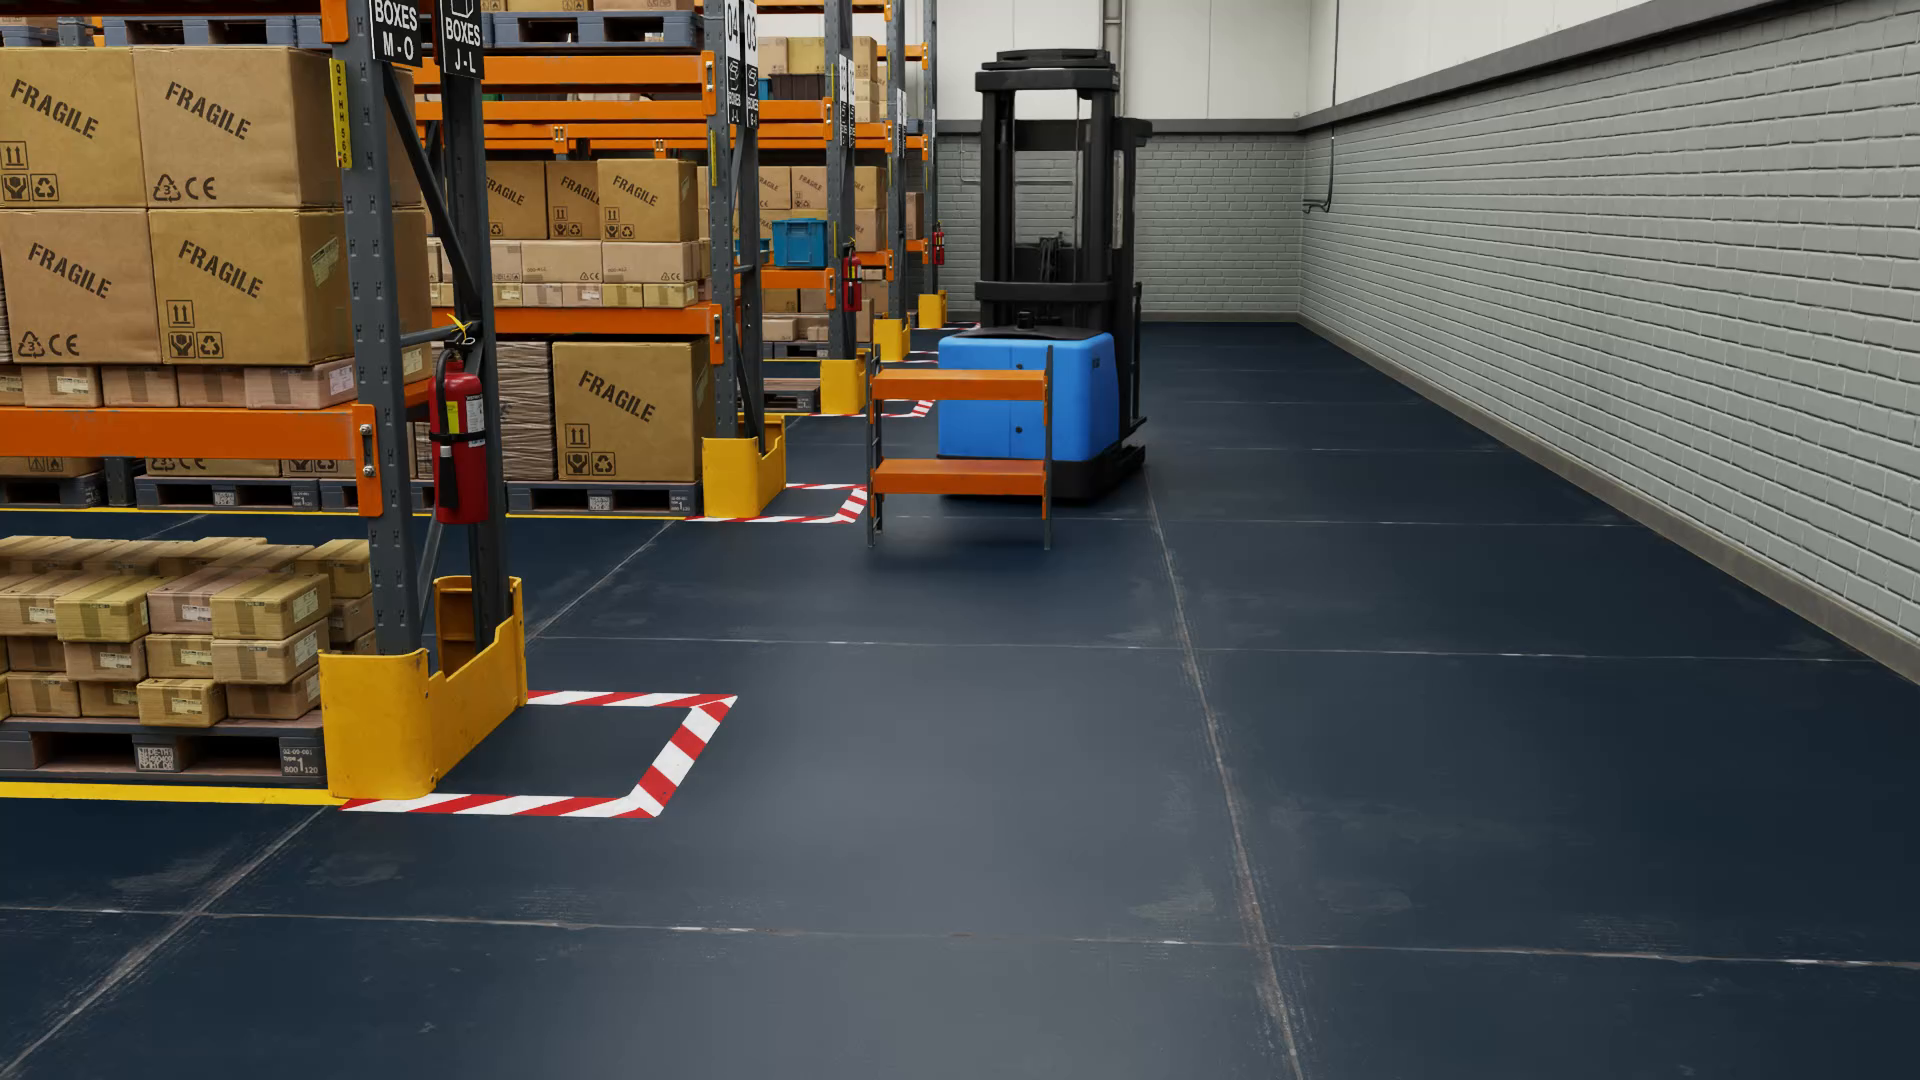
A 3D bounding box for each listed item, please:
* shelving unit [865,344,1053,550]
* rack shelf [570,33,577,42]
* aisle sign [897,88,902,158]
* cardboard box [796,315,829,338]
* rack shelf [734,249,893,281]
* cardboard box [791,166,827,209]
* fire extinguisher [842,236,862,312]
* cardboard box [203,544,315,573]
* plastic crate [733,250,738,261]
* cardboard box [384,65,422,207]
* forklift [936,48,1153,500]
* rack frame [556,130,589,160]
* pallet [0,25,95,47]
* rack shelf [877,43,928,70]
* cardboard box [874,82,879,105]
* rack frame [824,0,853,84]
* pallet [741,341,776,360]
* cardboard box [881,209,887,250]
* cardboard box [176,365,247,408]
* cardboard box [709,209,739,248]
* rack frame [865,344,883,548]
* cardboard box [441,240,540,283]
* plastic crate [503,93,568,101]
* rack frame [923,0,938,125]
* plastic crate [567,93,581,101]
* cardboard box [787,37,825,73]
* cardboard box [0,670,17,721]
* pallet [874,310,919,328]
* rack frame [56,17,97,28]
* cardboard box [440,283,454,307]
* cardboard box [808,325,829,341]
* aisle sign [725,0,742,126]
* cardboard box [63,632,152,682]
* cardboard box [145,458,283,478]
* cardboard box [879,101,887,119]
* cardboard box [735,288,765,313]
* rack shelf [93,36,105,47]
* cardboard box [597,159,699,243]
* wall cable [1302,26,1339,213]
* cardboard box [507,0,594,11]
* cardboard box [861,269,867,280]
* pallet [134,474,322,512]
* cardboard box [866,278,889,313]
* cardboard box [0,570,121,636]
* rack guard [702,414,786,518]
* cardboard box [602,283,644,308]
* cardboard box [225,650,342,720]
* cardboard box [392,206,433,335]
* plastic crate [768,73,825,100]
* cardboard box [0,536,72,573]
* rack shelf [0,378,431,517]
[{"bbox_3d":[0.007,-0.550,9.652,1.048,1.125,0.538,1,12,4],"label":"shelving unit"},{"bbox_3d":[-6.753,-6.220,20.258,4.000,0.370,1.077,1,12,4],"label":"rack shelf"},{"bbox_3d":[-0.719,-4.958,19.796,0.004,0.787,0.394,1,12,4],"label":"aisle sign"},{"bbox_3d":[-1.789,-2.691,20.947,0.500,0.250,0.500,1,12,4],"label":"cardboard box"},{"bbox_3d":[-2.762,-3.425,20.570,4.000,0.370,1.077,1,12,4],"label":"rack shelf"},{"bbox_3d":[-1.733,-4.244,20.046,0.500,0.500,0.500,1,12,5],"label":"cardboard box"},{"bbox_3d":[-0.981,-2.422,15.121,0.183,0.674,0.296,1,12,4],"label":"fire extinguisher"},{"bbox_3d":[-2.648,0.129,6.308,0.250,0.149,0.380,1,12,5],"label":"cardboard box"},{"bbox_3d":[-2.215,-2.619,15.459,0.243,0.136,0.396,1,12,4],"label":"plastic crate"},{"bbox_3d":[-2.295,-1.458,5.999,0.500,0.500,0.500,1,12,3],"label":"cardboard box"},{"bbox_3d":[0.749,-1.954,11.953,1.130,2.935,3.031,3,12,16],"label":"forklift"},{"bbox_3d":[-4.758,-3.804,20.627,0.127,3.000,1.000,1,12,4],"label":"rack frame"},{"bbox_3d":[-6.341,-3.157,10.677,1.217,0.209,0.805,0,12,1],"label":"pallet"},{"bbox_3d":[-2.435,-7.177,24.835,4.000,0.370,1.077,1,12,4],"label":"rack shelf"},{"bbox_3d":[-1.262,-5.449,20.310,0.500,0.250,0.500,1,12,4],"label":"cardboard box"},{"bbox_3d":[-1.101,-5.674,14.914,0.127,3.000,1.000,1,12,4],"label":"rack frame"},{"bbox_3d":[-2.852,-2.413,20.790,1.213,0.211,1.003,1,12,4],"label":"pallet"},{"bbox_3d":[-1.192,-3.858,20.642,0.500,0.500,0.500,1,12,5],"label":"cardboard box"},{"bbox_3d":[-2.454,-0.548,5.678,0.250,0.149,0.380,1,12,4],"label":"cardboard box"},{"bbox_3d":[-2.750,-3.770,20.220,0.500,0.500,0.500,1,12,3],"label":"cardboard box"},{"bbox_3d":[-0.500,-0.557,9.686,0.032,1.125,0.500,1,12,4],"label":"rack frame"},{"bbox_3d":[-2.947,-1.764,10.515,0.500,0.250,0.500,0,12,2],"label":"cardboard box"},{"bbox_3d":[-3.871,-4.123,15.147,0.590,0.269,0.497,1,12,4],"label":"plastic crate"},{"bbox_3d":[-0.439,-7.698,24.589,0.127,3.000,1.000,1,12,4],"label":"rack frame"},{"bbox_3d":[-3.798,-4.192,15.798,0.466,0.136,0.293,1,12,4],"label":"plastic crate"},{"bbox_3d":[-1.773,-5.784,20.079,0.500,0.500,0.700,1,12,4],"label":"cardboard box"},{"bbox_3d":[-3.431,0.516,5.911,0.250,0.149,0.380,0,12,1],"label":"cardboard box"},{"bbox_3d":[-1.242,-3.391,25.465,1.213,0.211,1.003,1,12,4],"label":"pallet"},{"bbox_3d":[-5.423,-4.717,10.338,0.127,3.000,1.000,1,12,4],"label":"rack frame"},{"bbox_3d":[-3.087,-1.557,10.500,0.250,0.149,0.380,1,12,4],"label":"cardboard box"},{"bbox_3d":[-1.724,-2.559,20.520,0.250,0.166,0.380,1,12,4],"label":"cardboard box"},{"bbox_3d":[-1.380,-2.936,10.127,0.004,0.787,0.394,1,12,4],"label":"aisle sign"},{"bbox_3d":[-2.929,0.375,5.860,0.250,0.149,0.380,0,12,1],"label":"cardboard box"},{"bbox_3d":[-4.770,-0.920,11.006,0.875,0.875,0.875,1,12,4],"label":"cardboard box"},{"bbox_3d":[-1.188,-6.366,24.647,0.500,0.250,0.500,1,12,5],"label":"cardboard box"},{"bbox_3d":[-3.190,-3.759,25.493,0.500,0.500,0.700,1,12,3],"label":"cardboard box"},{"bbox_3d":[-14.408,-7.536,25.579,4.000,0.370,1.077,1,12,4],"label":"rack shelf"},{"bbox_3d":[-1.936,-2.118,10.374,0.500,0.500,0.500,1,12,4],"label":"cardboard box"},{"bbox_3d":[5.180,-6.027,24.188,0.112,2.526,3.097,1,12,4],"label":"wall cable"},{"bbox_3d":[-2.508,-3.526,10.457,0.500,0.500,0.700,0,12,2],"label":"cardboard box"},{"bbox_3d":[-1.540,-4.018,25.145,0.250,0.149,0.380,1,12,5],"label":"cardboard box"},{"bbox_3d":[-4.670,-0.389,11.112,1.213,0.211,1.003,1,12,4],"label":"pallet"},{"bbox_3d":[-1.144,-3.732,25.365,0.500,0.500,0.700,1,12,4],"label":"cardboard box"},{"bbox_3d":[-3.177,0.220,5.873,0.250,0.149,0.380,0,12,1],"label":"cardboard box"},{"bbox_3d":[-1.408,-0.502,10.945,0.348,0.500,1.175,1,12,4],"label":"rack guard"},{"bbox_3d":[-2.069,-1.543,10.434,0.250,0.149,0.380,1,12,4],"label":"cardboard box"},{"bbox_3d":[-2.404,0.512,5.933,0.250,0.149,0.380,1,12,5],"label":"cardboard box"},{"bbox_3d":[-2.294,-0.971,6.112,0.500,0.500,0.500,1,12,6],"label":"cardboard box"},{"bbox_3d":[-1.467,-4.204,15.532,0.590,0.269,0.497,1,12,4],"label":"plastic crate"},{"bbox_3d":[-3.679,0.094,6.474,0.250,0.149,0.380,1,12,5],"label":"cardboard box"},{"bbox_3d":[-3.860,-0.389,6.058,4.000,0.370,1.077,1,12,4],"label":"rack shelf"}]
